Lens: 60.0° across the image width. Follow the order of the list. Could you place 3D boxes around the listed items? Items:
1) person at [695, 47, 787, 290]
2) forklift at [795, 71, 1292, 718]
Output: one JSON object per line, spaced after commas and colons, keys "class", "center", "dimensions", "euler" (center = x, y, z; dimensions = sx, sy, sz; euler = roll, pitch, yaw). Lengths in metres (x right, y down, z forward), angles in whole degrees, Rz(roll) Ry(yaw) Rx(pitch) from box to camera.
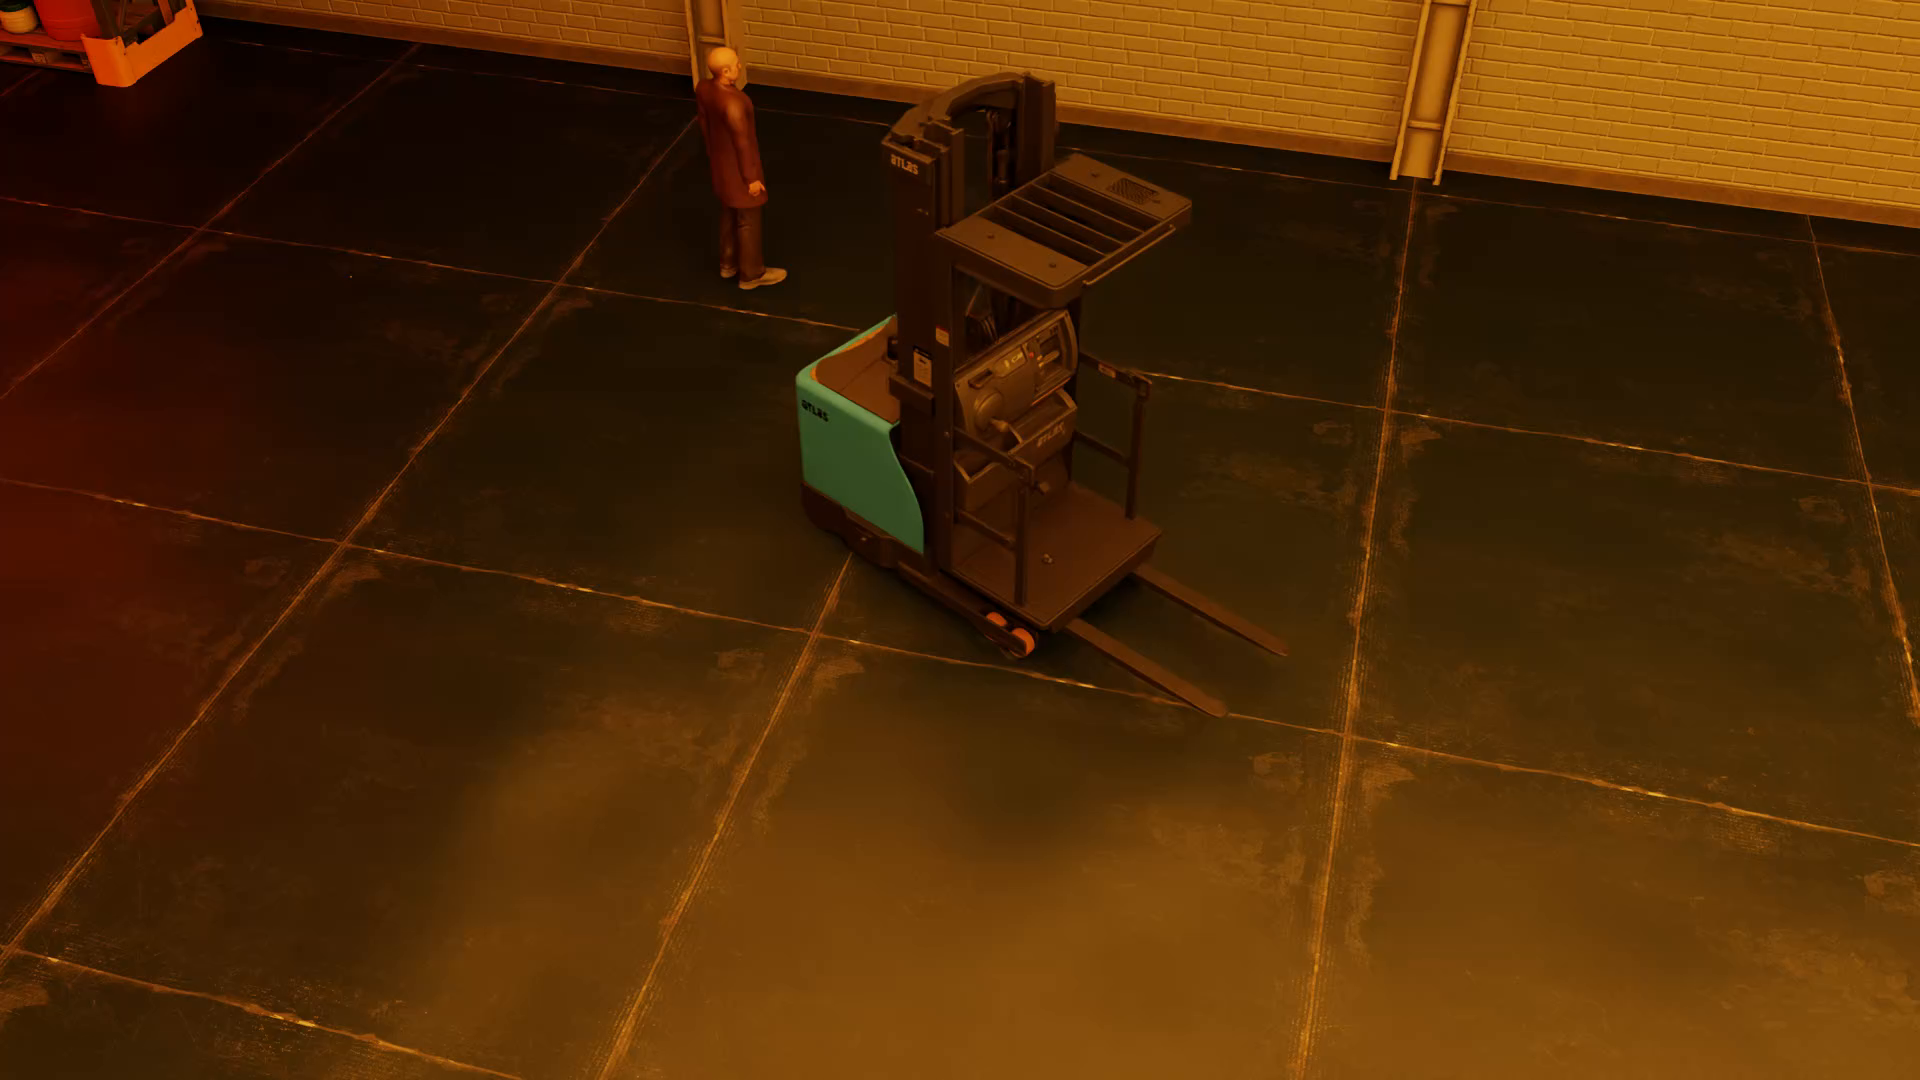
{"class": "person", "center": [-1.557, -2.644, 11.749], "dimensions": [0.394, 1.783, 0.593], "euler": [-27, 48, -27]}
{"class": "forklift", "center": [0.464, -0.837, 8.816], "dimensions": [3.031, 2.935, 1.130], "euler": [31, 50, 30]}
